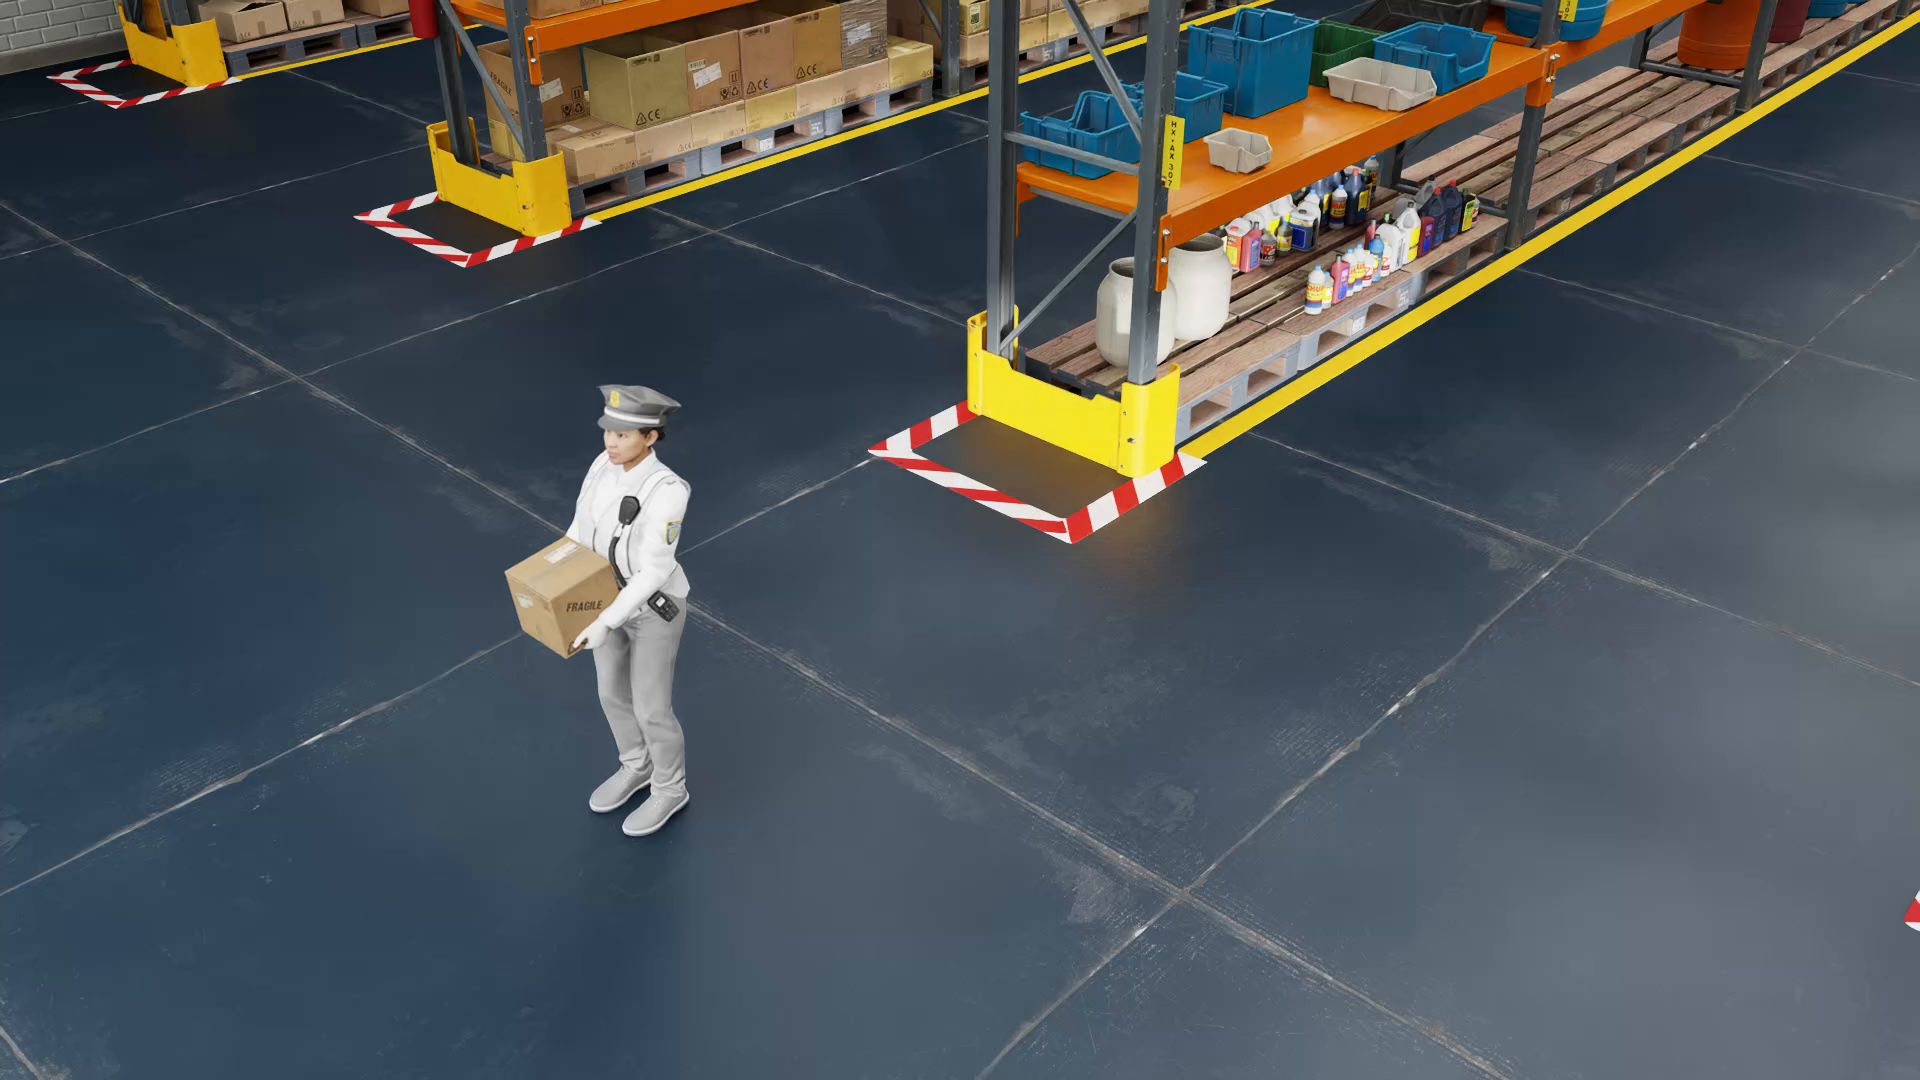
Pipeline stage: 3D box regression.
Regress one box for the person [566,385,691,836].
[{"bbox_3d":[-1.164,0.252,5.701,0.453,1.686,0.563,26,40,36],"label":"person"}]
